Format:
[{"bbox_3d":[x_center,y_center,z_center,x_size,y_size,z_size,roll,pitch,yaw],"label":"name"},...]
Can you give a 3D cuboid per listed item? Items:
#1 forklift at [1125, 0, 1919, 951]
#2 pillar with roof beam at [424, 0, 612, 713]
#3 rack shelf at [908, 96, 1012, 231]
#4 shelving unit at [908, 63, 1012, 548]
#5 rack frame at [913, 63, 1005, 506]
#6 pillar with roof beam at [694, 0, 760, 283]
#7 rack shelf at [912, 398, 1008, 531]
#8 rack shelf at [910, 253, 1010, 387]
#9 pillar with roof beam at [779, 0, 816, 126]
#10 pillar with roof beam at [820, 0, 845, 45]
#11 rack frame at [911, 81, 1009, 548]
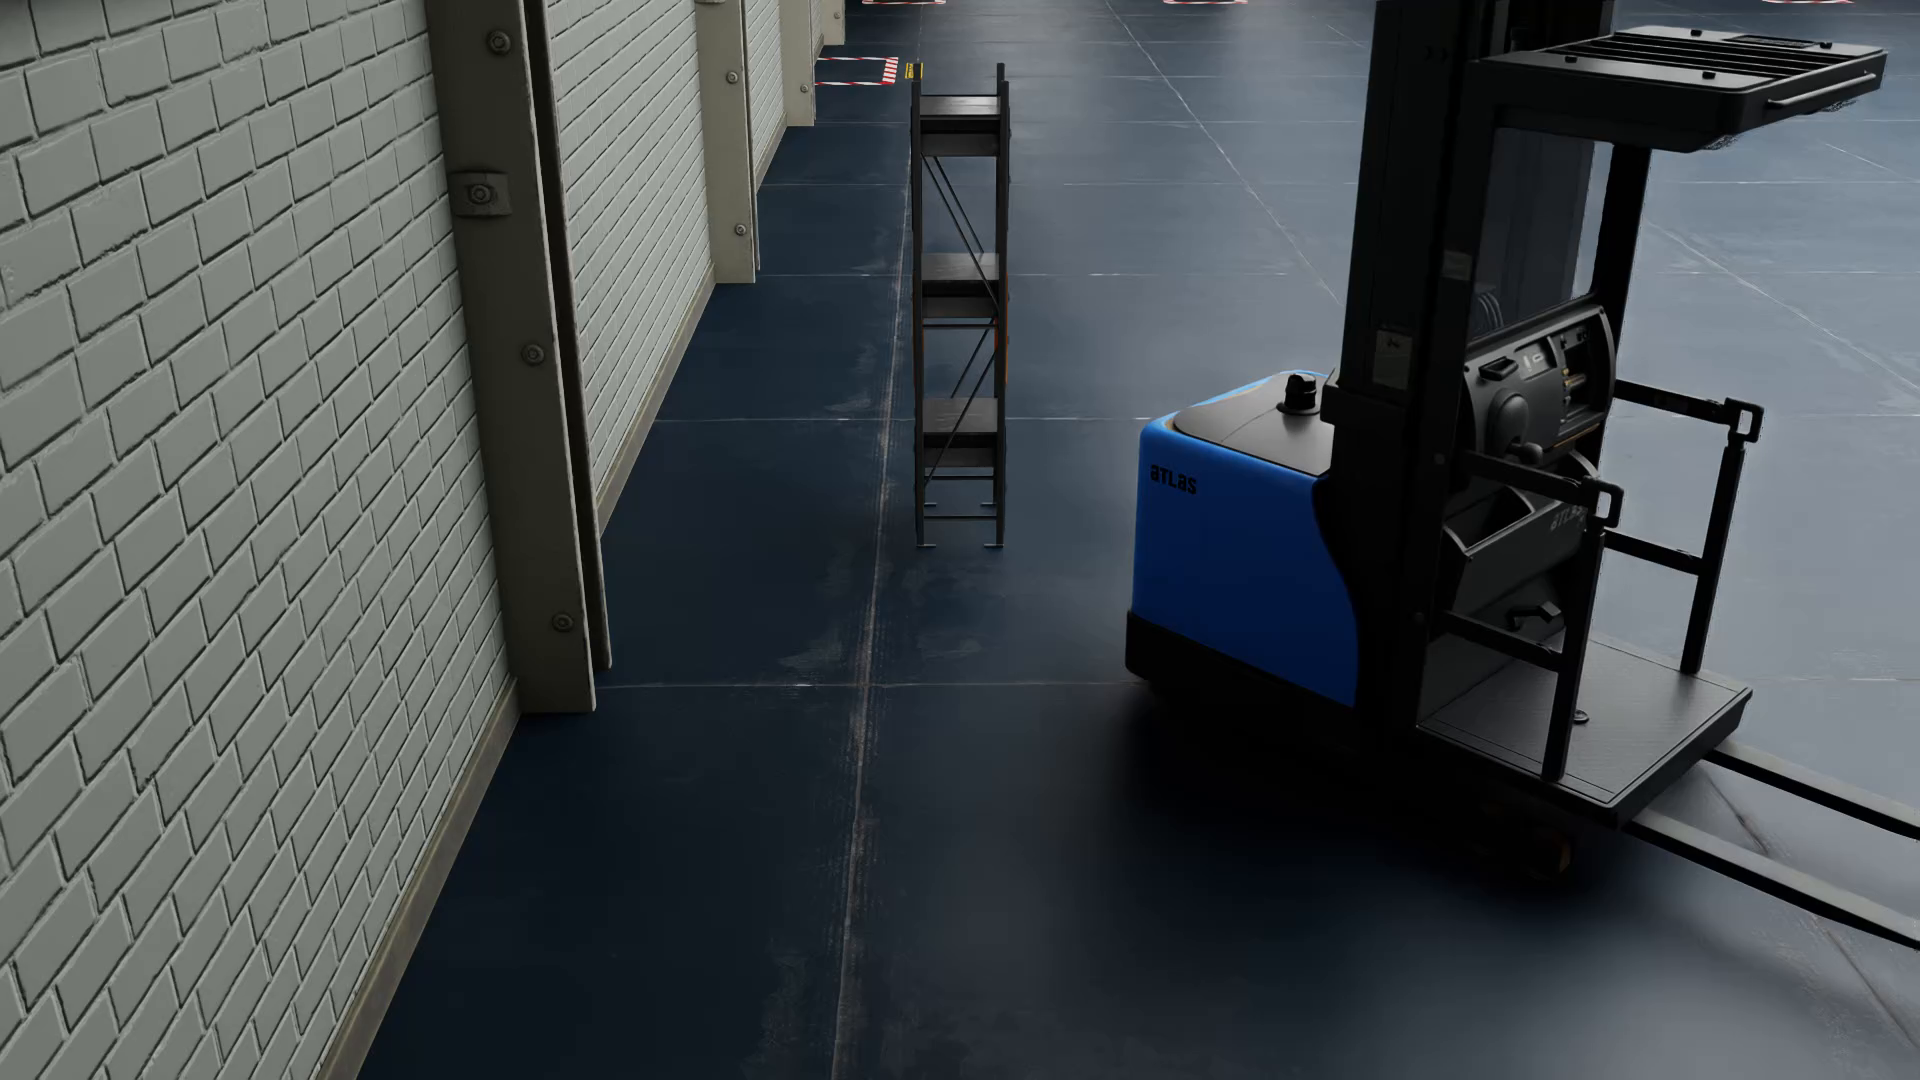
[{"bbox_3d":[2.033,-0.485,5.266,1.130,2.935,3.031,-22,32,-39],"label":"forklift"},{"bbox_3d":[2.758,-3.548,4.675,9.100,9.000,0.400,0,24,-1],"label":"pillar with roof beam"},{"bbox_3d":[-0.002,-1.650,7.185,0.431,0.518,0.480,0,24,-1],"label":"rack shelf"},{"bbox_3d":[-0.002,-1.025,7.468,0.431,2.100,0.503,0,24,-1],"label":"shelving unit"},{"bbox_3d":[-0.004,-1.125,7.690,0.400,2.100,0.015,0,24,-1],"label":"rack frame"},{"bbox_3d":[2.693,-6.021,10.142,9.100,9.000,0.400,0,24,-1],"label":"pillar with roof beam"},{"bbox_3d":[-0.002,-0.375,7.762,0.431,0.518,0.480,0,24,-1],"label":"rack shelf"},{"bbox_3d":[-0.002,-1.012,7.474,0.431,0.518,0.480,0,24,-1],"label":"rack shelf"},{"bbox_3d":[2.627,-8.493,15.608,9.100,9.000,0.400,0,24,-1],"label":"pillar with roof beam"},{"bbox_3d":[2.562,-10.965,21.075,9.100,9.000,0.400,0,24,-1],"label":"pillar with roof beam"},{"bbox_3d":[0.001,-0.924,7.246,0.400,2.100,0.015,0,24,-1],"label":"rack frame"}]
